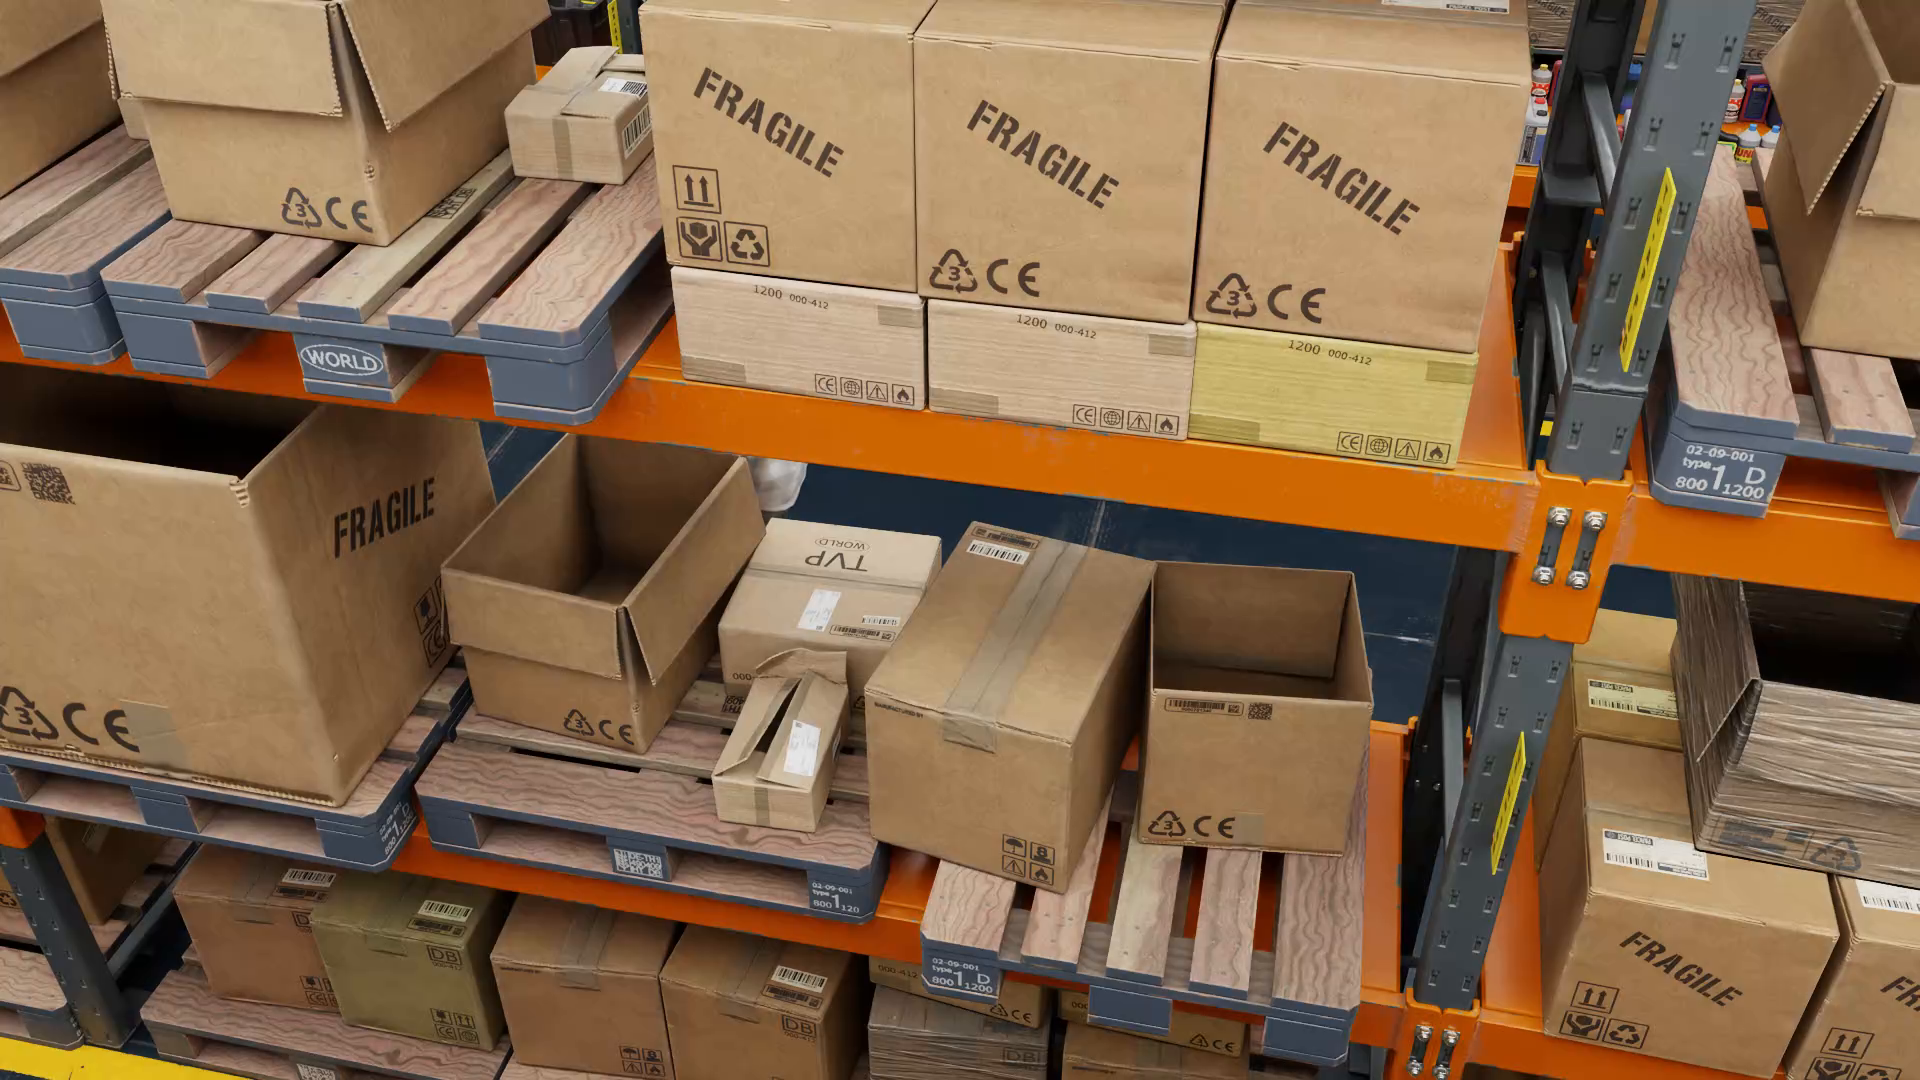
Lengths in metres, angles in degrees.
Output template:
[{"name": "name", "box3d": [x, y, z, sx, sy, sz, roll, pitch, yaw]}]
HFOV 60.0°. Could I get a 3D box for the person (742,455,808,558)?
[{"name": "person", "box3d": [-0.817, -0.234, 6.443, 0.459, 1.772, 0.590, 6, 37, 8]}]
